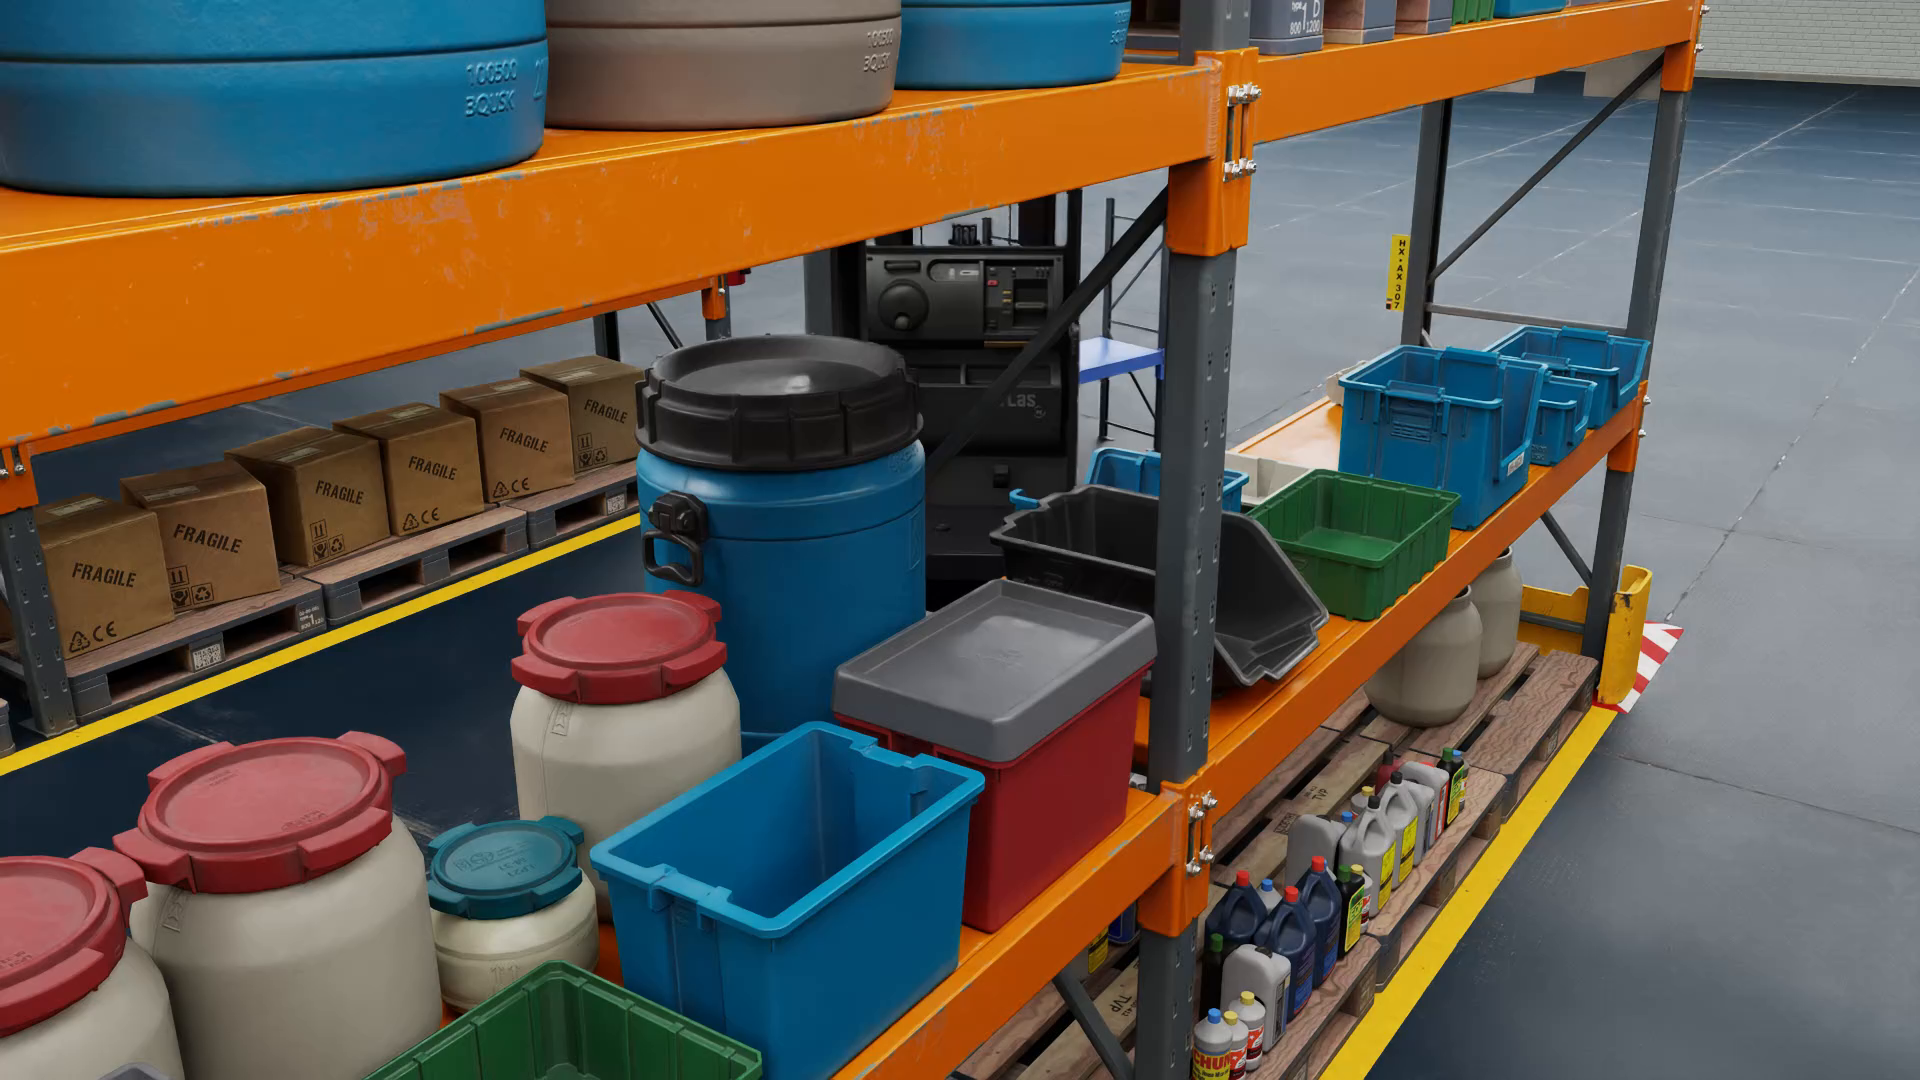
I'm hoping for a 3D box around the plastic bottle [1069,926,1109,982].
[{"bbox_3d":[0.338,1.064,4.750,0.144,0.351,0.185,13,24,32],"label":"plastic bottle"}]

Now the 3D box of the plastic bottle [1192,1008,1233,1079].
[{"bbox_3d":[0.636,1.308,4.204,0.097,0.271,0.097,0,20,0],"label":"plastic bottle"}]

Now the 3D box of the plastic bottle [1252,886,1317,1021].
[{"bbox_3d":[0.892,1.126,4.582,0.144,0.351,0.185,14,25,33],"label":"plastic bottle"}]

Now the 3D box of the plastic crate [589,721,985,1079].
[{"bbox_3d":[-0.268,0.625,2.774,0.392,0.384,0.575,13,24,32],"label":"plastic crate"}]

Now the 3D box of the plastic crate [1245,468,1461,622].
[{"bbox_3d":[1.091,0.005,4.732,0.450,0.188,0.662,13,24,32],"label":"plastic crate"}]

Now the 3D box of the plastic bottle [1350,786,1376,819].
[{"bbox_3d":[1.318,0.899,5.410,0.097,0.201,0.097,0,20,0],"label":"plastic bottle"}]

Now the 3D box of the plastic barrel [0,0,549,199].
[{"bbox_3d":[-0.747,-0.838,1.660,0.600,0.901,0.708,13,24,32],"label":"plastic barrel"}]

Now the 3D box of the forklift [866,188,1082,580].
[{"bbox_3d":[0.020,-1.138,7.616,1.130,2.935,3.031,0,20,1],"label":"forklift"}]

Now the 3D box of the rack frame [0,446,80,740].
[{"bbox_3d":[-4.001,-0.725,6.403,1.000,3.000,0.127,13,24,32],"label":"rack frame"}]

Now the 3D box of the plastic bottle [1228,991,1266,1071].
[{"bbox_3d":[0.751,1.282,4.374,0.097,0.201,0.097,0,20,0],"label":"plastic bottle"}]

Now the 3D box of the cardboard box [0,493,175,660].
[{"bbox_3d":[-3.744,0.143,7.053,0.500,0.500,0.500,12,24,30],"label":"cardboard box"}]

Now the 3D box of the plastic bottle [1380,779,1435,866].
[{"bbox_3d":[1.431,0.883,5.346,0.152,0.276,0.135,13,24,30],"label":"plastic bottle"}]

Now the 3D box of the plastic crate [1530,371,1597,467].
[{"bbox_3d":[1.940,-0.450,5.873,0.499,0.251,0.408,13,24,32],"label":"plastic crate"}]

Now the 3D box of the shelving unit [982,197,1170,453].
[{"bbox_3d":[0.681,-1.176,9.783,1.048,1.500,0.538,-17,26,-39],"label":"shelving unit"}]

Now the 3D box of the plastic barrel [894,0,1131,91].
[{"bbox_3d":[-0.012,-1.213,2.675,0.600,0.901,0.708,13,24,32],"label":"plastic barrel"}]

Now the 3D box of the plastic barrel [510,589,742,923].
[{"bbox_3d":[-0.624,0.408,3.141,0.433,0.535,0.433,0,20,0],"label":"plastic barrel"}]

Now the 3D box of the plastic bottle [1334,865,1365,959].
[{"bbox_3d":[1.125,1.064,4.846,0.061,0.283,0.133,15,25,34],"label":"plastic bottle"}]

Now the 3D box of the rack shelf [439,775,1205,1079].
[{"bbox_3d":[-1.029,1.152,2.365,1.077,0.370,4.000,13,24,32],"label":"rack shelf"}]

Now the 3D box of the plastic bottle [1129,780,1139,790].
[{"bbox_3d":[0.508,0.888,5.225,0.144,0.351,0.185,13,24,31],"label":"plastic bottle"}]

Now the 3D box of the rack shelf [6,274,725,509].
[{"bbox_3d":[-2.877,-0.962,8.079,1.077,0.370,4.000,13,24,32],"label":"rack shelf"}]

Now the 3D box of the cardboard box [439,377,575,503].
[{"bbox_3d":[-2.426,-0.544,8.909,0.500,0.500,0.500,-17,26,-38],"label":"cardboard box"}]

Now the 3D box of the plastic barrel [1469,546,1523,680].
[{"bbox_3d":[2.037,0.266,6.702,0.421,0.512,0.421,0,20,0],"label":"plastic barrel"}]

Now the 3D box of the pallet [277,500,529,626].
[{"bbox_3d":[-2.968,0.031,8.376,1.003,0.211,1.213,13,24,32],"label":"pallet"}]

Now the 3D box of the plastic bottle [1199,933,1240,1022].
[{"bbox_3d":[0.707,1.183,4.523,0.061,0.283,0.133,13,24,32],"label":"plastic bottle"}]

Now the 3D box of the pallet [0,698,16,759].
[{"bbox_3d":[-4.438,0.806,6.282,1.003,0.211,1.213,13,24,32],"label":"pallet"}]

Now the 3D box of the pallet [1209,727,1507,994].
[{"bbox_3d":[1.192,1.012,5.724,1.003,0.211,1.213,13,24,32],"label":"pallet"}]

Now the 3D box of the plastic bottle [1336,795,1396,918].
[{"bbox_3d":[1.237,0.950,5.058,0.144,0.351,0.185,13,24,31],"label":"plastic bottle"}]

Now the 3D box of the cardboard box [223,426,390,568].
[{"bbox_3d":[-3.144,-0.216,8.024,0.500,0.500,0.500,11,23,27],"label":"cardboard box"}]

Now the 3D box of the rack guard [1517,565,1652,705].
[{"bbox_3d":[2.340,0.296,7.244,1.175,0.500,0.348,13,24,32],"label":"rack guard"}]

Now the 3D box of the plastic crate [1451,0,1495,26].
[{"bbox_3d":[1.207,-1.467,4.388,0.336,0.188,0.450,13,24,32],"label":"plastic crate"}]

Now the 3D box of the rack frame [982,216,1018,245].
[{"bbox_3d":[0.302,-1.059,9.465,0.032,1.500,0.500,-17,26,-39],"label":"rack frame"}]

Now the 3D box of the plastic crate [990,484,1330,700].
[{"bbox_3d":[0.494,0.144,4.141,0.767,0.338,0.504,13,24,32],"label":"plastic crate"}]

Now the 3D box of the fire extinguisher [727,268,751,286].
[{"bbox_3d":[-1.307,-1.780,9.365,0.296,0.674,0.183,13,24,32],"label":"fire extinguisher"}]

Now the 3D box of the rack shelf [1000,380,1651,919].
[{"bbox_3d":[1.219,0.004,5.467,1.077,0.370,4.000,13,24,32],"label":"rack shelf"}]

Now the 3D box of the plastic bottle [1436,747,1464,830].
[{"bbox_3d":[1.623,0.810,5.533,0.061,0.283,0.133,14,24,33],"label":"plastic bottle"}]

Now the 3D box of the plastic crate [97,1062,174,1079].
[{"bbox_3d":[-0.992,0.954,1.770,0.402,0.464,0.583,13,24,32],"label":"plastic crate"}]

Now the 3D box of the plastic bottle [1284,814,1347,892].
[{"bbox_3d":[1.100,0.963,5.130,0.152,0.276,0.135,13,24,32],"label":"plastic bottle"}]

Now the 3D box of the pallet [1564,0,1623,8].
[{"bbox_3d":[1.797,-2.007,5.816,1.003,0.211,1.213,13,24,32],"label":"pallet"}]

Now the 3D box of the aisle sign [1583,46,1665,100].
[{"bbox_3d":[2.629,-2.089,6.342,0.394,0.787,0.004,13,24,32],"label":"aisle sign"}]

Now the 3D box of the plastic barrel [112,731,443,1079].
[{"bbox_3d":[-1.037,0.619,2.572,0.433,0.535,0.433,0,20,0],"label":"plastic barrel"}]

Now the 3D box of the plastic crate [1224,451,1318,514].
[{"bbox_3d":[0.798,-0.151,5.230,0.530,0.136,0.437,13,24,32],"label":"plastic crate"}]

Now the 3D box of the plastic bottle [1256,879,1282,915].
[{"bbox_3d":[0.873,1.098,4.772,0.097,0.271,0.097,0,20,0],"label":"plastic bottle"}]

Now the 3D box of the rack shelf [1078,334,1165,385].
[{"bbox_3d":[0.681,-1.008,9.846,1.000,0.185,0.538,-17,26,-39],"label":"rack shelf"}]

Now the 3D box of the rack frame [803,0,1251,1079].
[{"bbox_3d":[0.092,0.240,3.793,0.949,2.616,0.053,13,24,32],"label":"rack frame"}]
